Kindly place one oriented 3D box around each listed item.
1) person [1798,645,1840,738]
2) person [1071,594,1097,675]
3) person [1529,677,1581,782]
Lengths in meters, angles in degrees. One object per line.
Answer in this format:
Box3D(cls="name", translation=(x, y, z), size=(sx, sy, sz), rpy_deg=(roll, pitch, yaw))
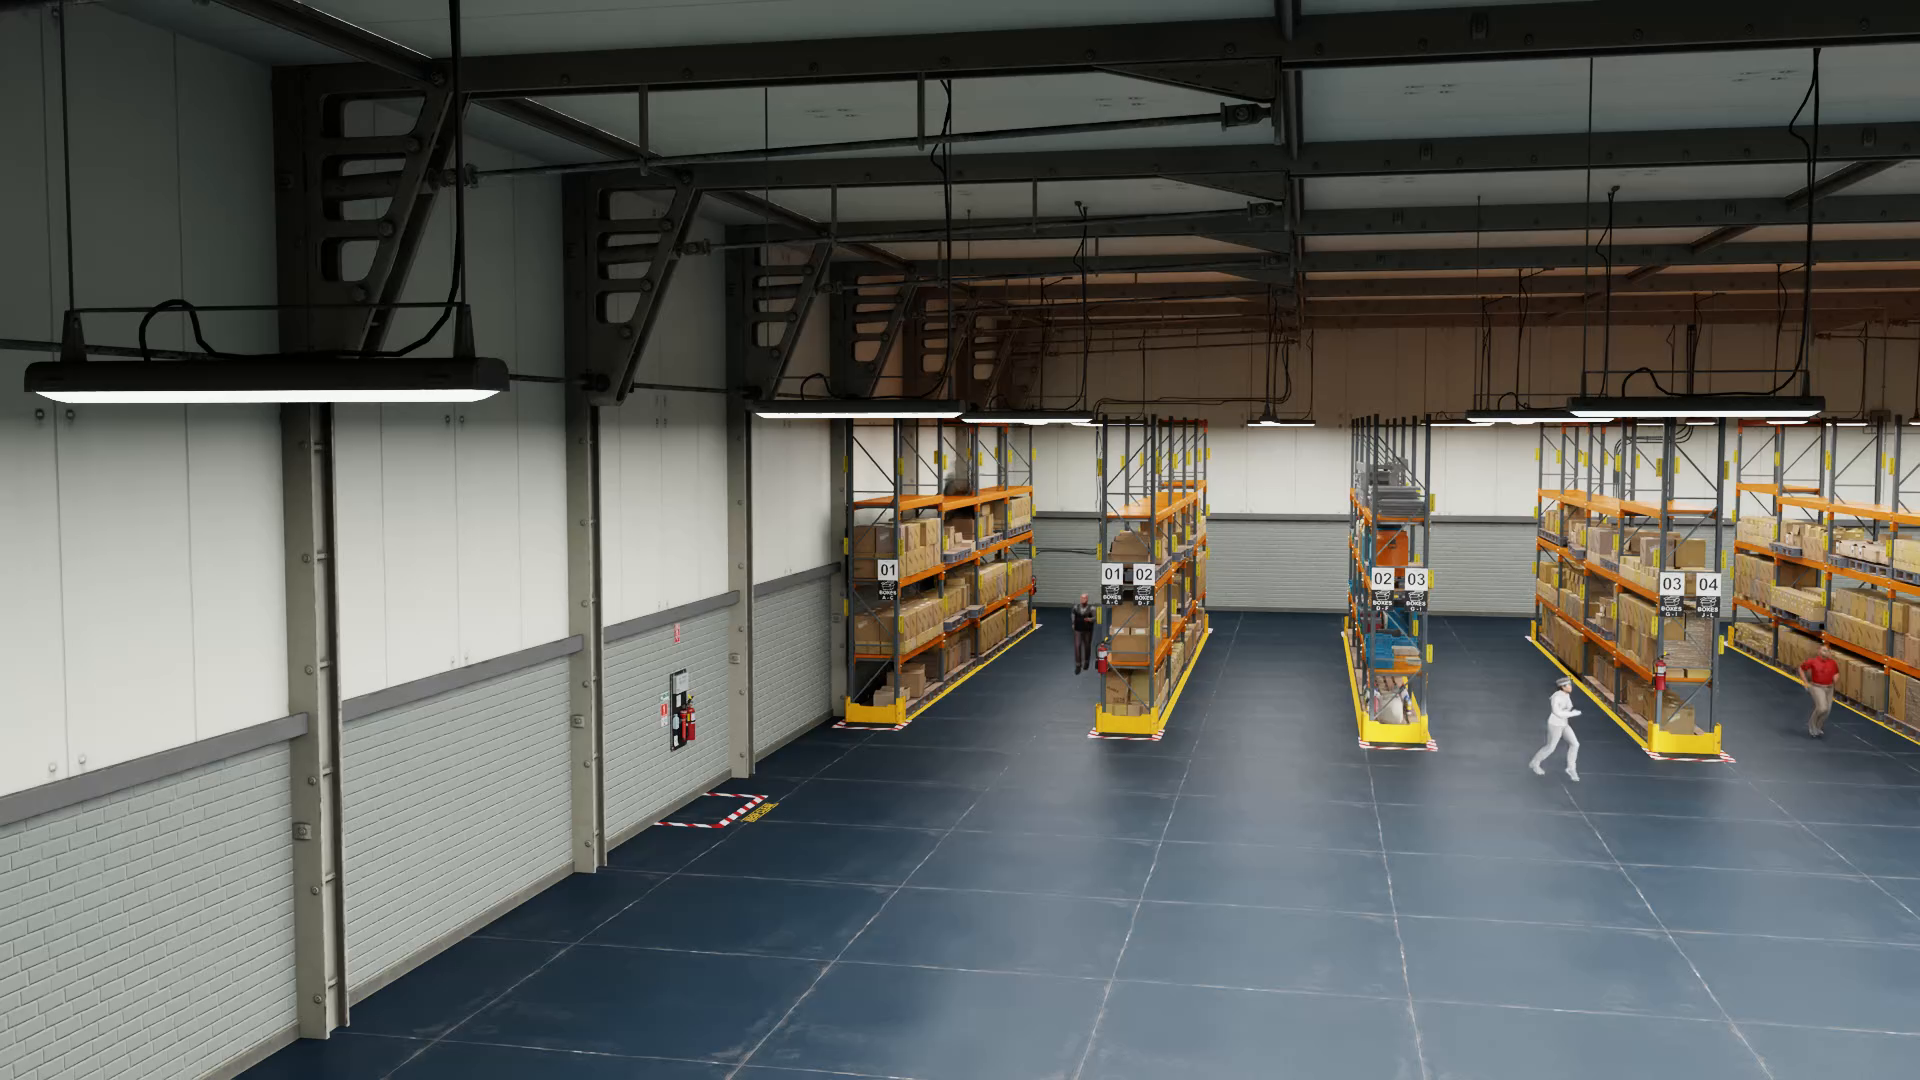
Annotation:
Box3D(cls="person", translation=(16.018, 2.812, 30.874), size=(0.637, 1.721, 0.685), rpy_deg=(0, 4, -4))
Box3D(cls="person", translation=(2.786, 2.091, 37.363), size=(0.647, 1.775, 0.808), rpy_deg=(1, 4, 10))
Box3D(cls="person", translation=(9.754, 3.076, 27.235), size=(0.834, 1.727, 0.638), rpy_deg=(3, 5, 36))
